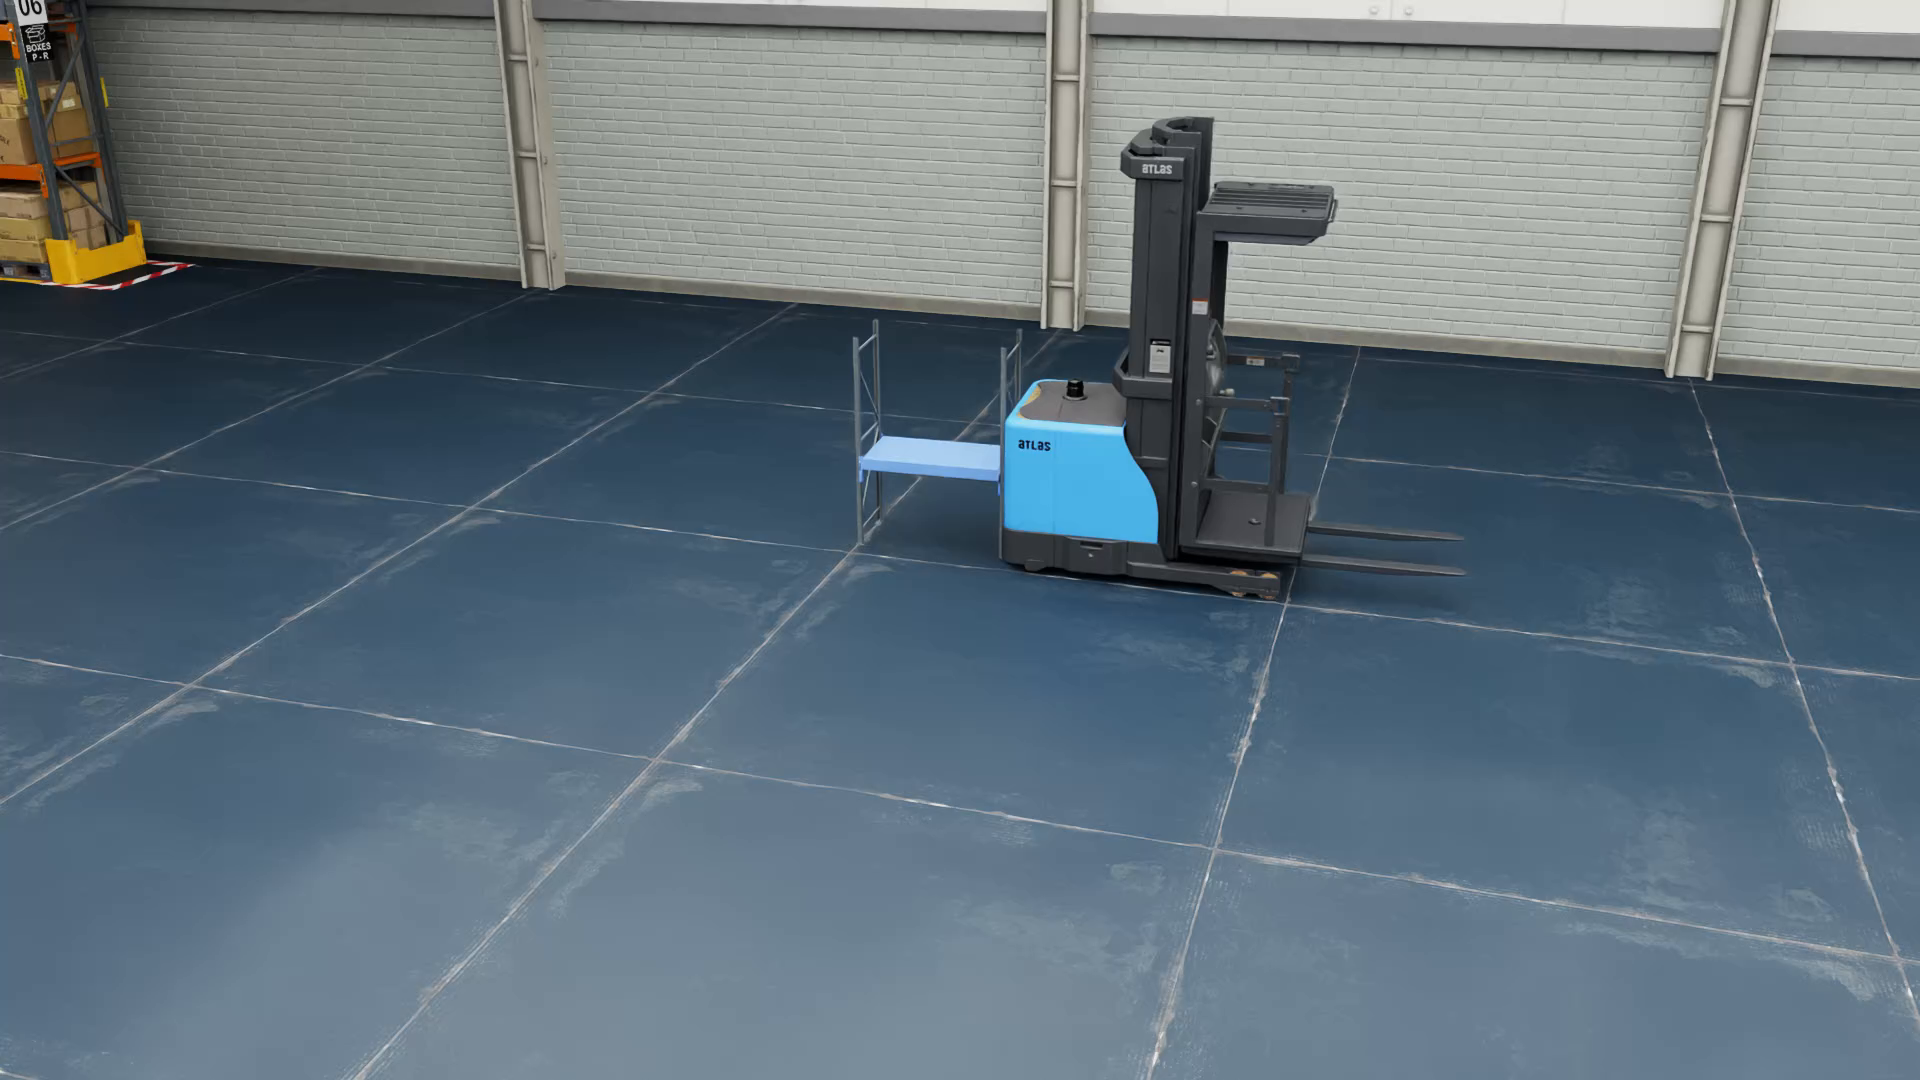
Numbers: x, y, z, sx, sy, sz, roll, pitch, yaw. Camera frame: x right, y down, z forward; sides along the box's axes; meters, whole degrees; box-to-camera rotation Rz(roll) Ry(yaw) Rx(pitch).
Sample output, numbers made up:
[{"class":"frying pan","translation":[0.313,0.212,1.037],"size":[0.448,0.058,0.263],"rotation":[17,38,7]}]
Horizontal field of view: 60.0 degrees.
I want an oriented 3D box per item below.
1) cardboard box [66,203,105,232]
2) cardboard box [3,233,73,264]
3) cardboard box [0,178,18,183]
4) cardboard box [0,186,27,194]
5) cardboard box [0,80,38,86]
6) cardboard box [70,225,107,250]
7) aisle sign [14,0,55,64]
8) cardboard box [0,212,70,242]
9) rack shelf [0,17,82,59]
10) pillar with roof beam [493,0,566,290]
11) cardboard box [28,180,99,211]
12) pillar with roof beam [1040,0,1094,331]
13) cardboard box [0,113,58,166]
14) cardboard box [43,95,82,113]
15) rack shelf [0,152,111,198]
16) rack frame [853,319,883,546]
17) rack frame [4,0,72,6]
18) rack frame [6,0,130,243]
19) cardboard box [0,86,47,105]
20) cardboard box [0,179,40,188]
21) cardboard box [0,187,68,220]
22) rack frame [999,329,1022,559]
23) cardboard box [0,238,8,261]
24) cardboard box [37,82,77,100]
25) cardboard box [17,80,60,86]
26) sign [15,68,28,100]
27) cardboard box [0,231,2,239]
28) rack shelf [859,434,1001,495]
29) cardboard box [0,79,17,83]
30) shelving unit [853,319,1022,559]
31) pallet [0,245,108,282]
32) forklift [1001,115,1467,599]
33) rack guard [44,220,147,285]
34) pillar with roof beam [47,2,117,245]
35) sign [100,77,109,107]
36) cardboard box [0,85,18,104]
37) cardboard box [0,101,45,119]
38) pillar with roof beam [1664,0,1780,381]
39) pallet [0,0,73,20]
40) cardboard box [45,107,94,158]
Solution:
[{"class":"cardboard box","translation":[-10.413,-3.787,19.461],"size":[0.500,0.250,0.500],"rotation":[7,23,16]},{"class":"cardboard box","translation":[-10.564,-3.365,19.092],"size":[0.500,0.250,0.500],"rotation":[7,23,16]},{"class":"cardboard box","translation":[-11.383,-4.125,19.626],"size":[0.500,0.250,0.500],"rotation":[6,23,15]},{"class":"cardboard box","translation":[-11.044,-3.882,19.034],"size":[0.500,0.250,0.500],"rotation":[7,23,16]},{"class":"cardboard box","translation":[-10.780,-5.170,19.042],"size":[0.250,0.149,0.380],"rotation":[7,23,17]},{"class":"cardboard box","translation":[-10.437,-3.554,19.550],"size":[0.500,0.250,0.500],"rotation":[7,23,16]},{"class":"aisle sign","translation":[-10.045,-5.595,18.033],"size":[0.004,0.787,0.394],"rotation":[7,23,16]},{"class":"cardboard box","translation":[-10.579,-3.600,19.004],"size":[0.500,0.250,0.500],"rotation":[6,23,15]},{"class":"rack shelf","translation":[-11.938,-5.781,18.905],"size":[4.000,0.370,1.077],"rotation":[7,23,16]},{"class":"pillar with roof beam","translation":[-5.928,-5.464,13.233],"size":[0.400,9.000,9.100],"rotation":[7,23,16]},{"class":"cardboard box","translation":[-10.428,-4.013,19.352],"size":[0.500,0.250,0.500],"rotation":[6,23,15]},{"class":"pillar with roof beam","translation":[-0.184,-4.806,11.629],"size":[0.400,9.000,9.100],"rotation":[7,23,16]},{"class":"cardboard box","translation":[-10.570,-4.511,18.684],"size":[0.500,0.500,0.500],"rotation":[6,23,14]},{"class":"cardboard box","translation":[-10.273,-4.984,18.982],"size":[0.250,0.149,0.380],"rotation":[6,23,14]},{"class":"rack shelf","translation":[-11.938,-4.393,19.475],"size":[4.000,0.370,1.077],"rotation":[7,23,16]},{"class":"rack frame","translation":[-0.642,-0.747,11.616],"size":[0.032,1.500,0.500],"rotation":[5,23,13]},{"class":"rack frame","translation":[-10.023,-7.282,17.665],"size":[0.127,3.000,1.000],"rotation":[7,23,16]},{"class":"rack frame","translation":[-10.023,-4.506,18.804],"size":[0.127,3.000,1.000],"rotation":[7,23,16]},{"class":"cardboard box","translation":[-10.427,-4.953,18.514],"size":[0.250,0.149,0.380],"rotation":[7,23,16]},{"class":"cardboard box","translation":[-10.908,-4.066,19.483],"size":[0.500,0.250,0.500],"rotation":[7,23,16]},{"class":"cardboard box","translation":[-10.554,-3.828,18.903],"size":[0.500,0.250,0.500],"rotation":[7,23,17]},{"class":"rack frame","translation":[0.344,-0.653,11.385],"size":[0.032,1.500,0.500],"rotation":[5,23,13]},{"class":"cardboard box","translation":[-11.037,-3.423,19.233],"size":[0.500,0.250,0.500],"rotation":[7,23,15]},{"class":"cardboard box","translation":[-10.283,-5.105,18.884],"size":[0.250,0.149,0.380],"rotation":[6,23,14]},{"class":"cardboard box","translation":[-10.519,-5.157,19.011],"size":[0.250,0.149,0.380],"rotation":[7,23,17]},{"class":"sign","translation":[-10.193,-4.956,18.062],"size":[0.005,0.325,0.100],"rotation":[7,23,16]},{"class":"cardboard box","translation":[-11.056,-3.659,19.148],"size":[0.500,0.250,0.500],"rotation":[6,23,15]},{"class":"rack shelf","translation":[-0.149,-0.534,11.569],"size":[1.000,0.185,0.538],"rotation":[5,23,13]},{"class":"cardboard box","translation":[-11.013,-5.202,19.121],"size":[0.250,0.149,0.380],"rotation":[7,23,16]},{"class":"shelving unit","translation":[-0.149,-0.700,11.500],"size":[1.048,1.500,0.538],"rotation":[5,23,13]},{"class":"pallet","translation":[-10.767,-3.285,19.500],"size":[1.213,0.211,1.003],"rotation":[7,23,16]},{"class":"forklift","translation":[1.856,-1.192,10.815],"size":[3.031,2.935,1.130],"rotation":[5,23,13]},{"class":"rack guard","translation":[-10.000,-3.347,19.272],"size":[0.348,0.500,1.175],"rotation":[7,23,16]},{"class":"pillar with roof beam","translation":[-11.673,-6.122,14.836],"size":[0.400,9.000,9.100],"rotation":[7,23,16]},{"class":"sign","translation":[-9.857,-5.145,19.114],"size":[0.005,0.325,0.100],"rotation":[7,23,16]},{"class":"cardboard box","translation":[-10.672,-4.969,18.553],"size":[0.250,0.149,0.380],"rotation":[7,23,16]},{"class":"cardboard box","translation":[-10.436,-4.789,18.506],"size":[0.250,0.149,0.380],"rotation":[7,23,16]},{"class":"pillar with roof beam","translation":[5.560,-4.148,10.026],"size":[0.400,9.000,9.100],"rotation":[7,23,16]},{"class":"pallet","translation":[-10.692,-5.940,18.463],"size":[1.213,0.211,1.003],"rotation":[7,23,16]},{"class":"cardboard box","translation":[-10.417,-4.708,19.163],"size":[0.500,0.500,0.500],"rotation":[7,23,17]}]
